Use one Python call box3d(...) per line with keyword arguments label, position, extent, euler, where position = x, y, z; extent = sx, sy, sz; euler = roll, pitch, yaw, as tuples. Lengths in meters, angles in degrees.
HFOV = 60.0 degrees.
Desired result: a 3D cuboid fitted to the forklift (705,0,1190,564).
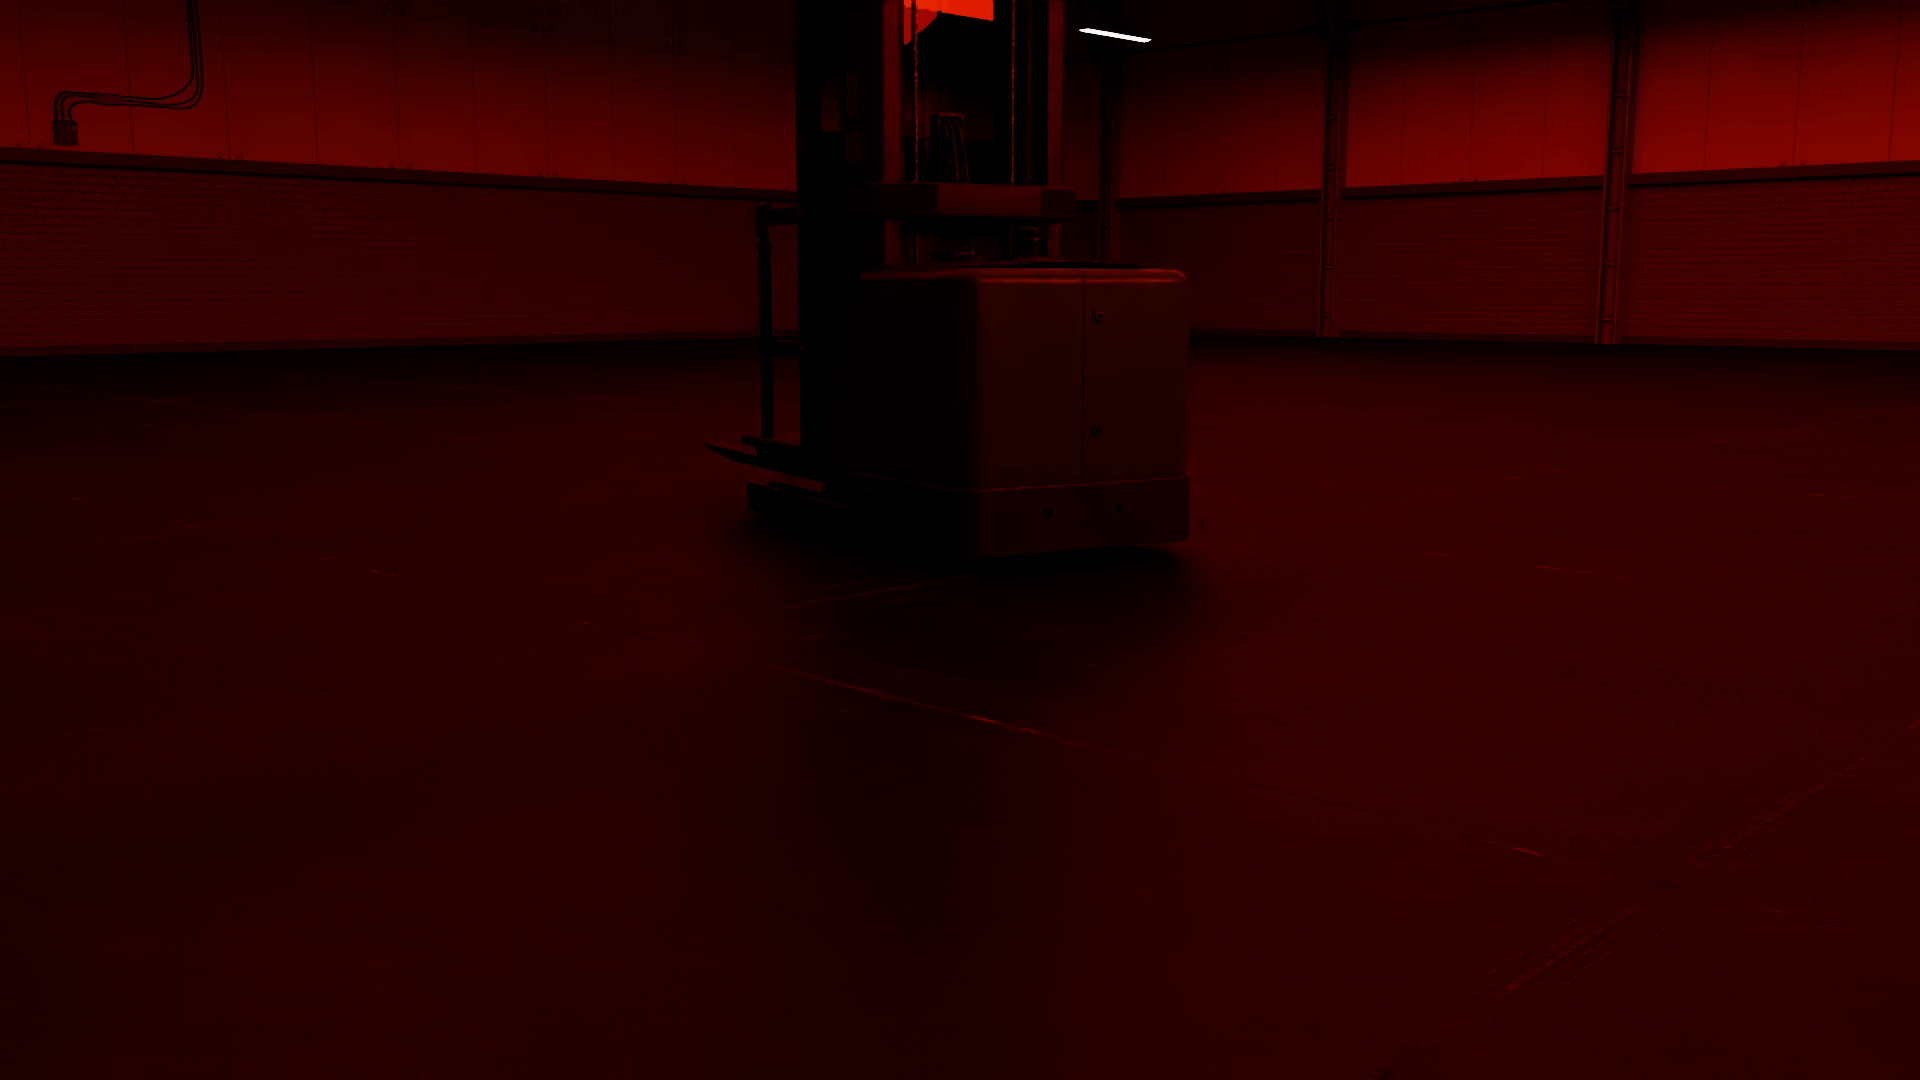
box3d(label="forklift", position=(-0.280, -1.543, 7.123), extent=(1.130, 2.935, 3.031), euler=(-5, 10, -28))
